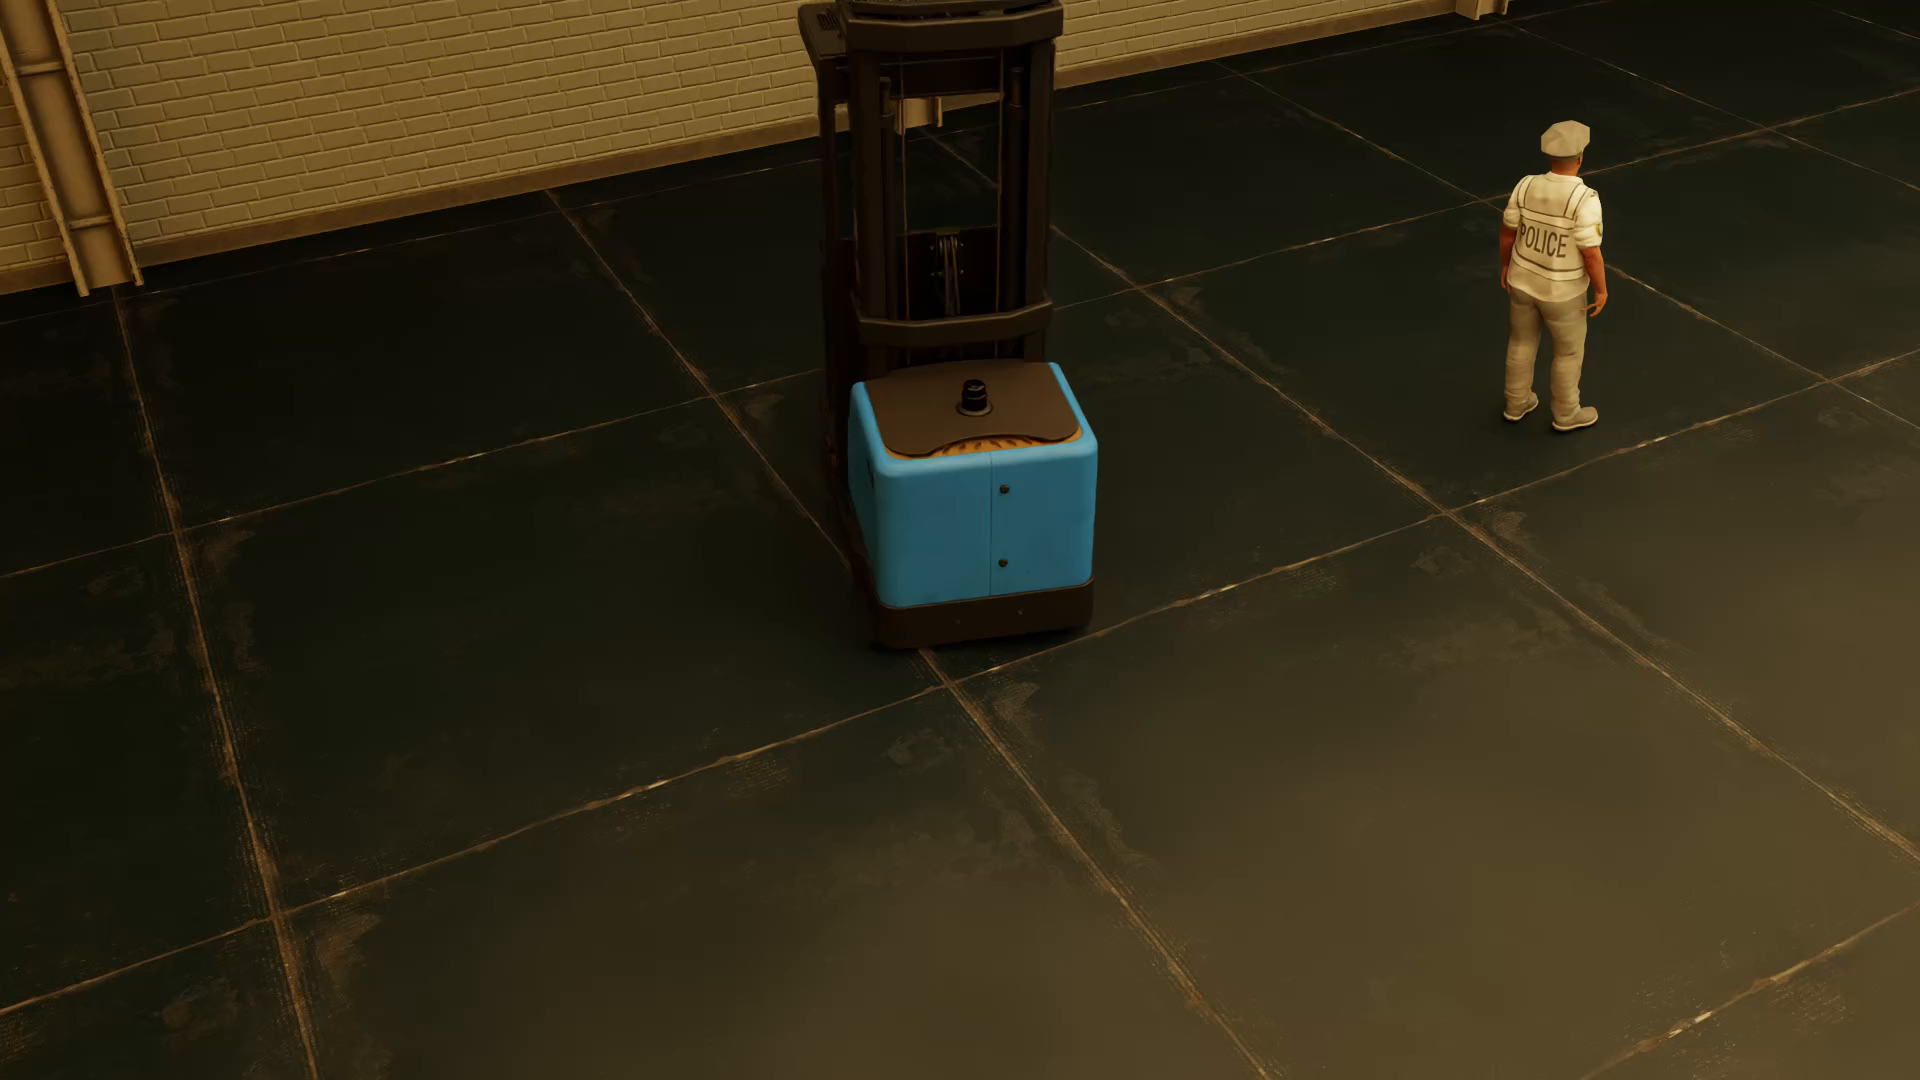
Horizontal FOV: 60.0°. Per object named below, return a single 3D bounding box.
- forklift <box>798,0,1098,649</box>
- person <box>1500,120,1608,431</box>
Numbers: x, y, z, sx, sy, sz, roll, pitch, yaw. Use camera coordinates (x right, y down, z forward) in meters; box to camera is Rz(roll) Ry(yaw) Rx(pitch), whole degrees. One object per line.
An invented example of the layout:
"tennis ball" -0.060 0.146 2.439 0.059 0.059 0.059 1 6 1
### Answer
"forklift" -0.160 -1.530 8.287 1.130 2.935 3.031 -7 36 -9
"person" 3.296 -1.453 9.161 0.575 1.781 0.639 -28 44 -33
